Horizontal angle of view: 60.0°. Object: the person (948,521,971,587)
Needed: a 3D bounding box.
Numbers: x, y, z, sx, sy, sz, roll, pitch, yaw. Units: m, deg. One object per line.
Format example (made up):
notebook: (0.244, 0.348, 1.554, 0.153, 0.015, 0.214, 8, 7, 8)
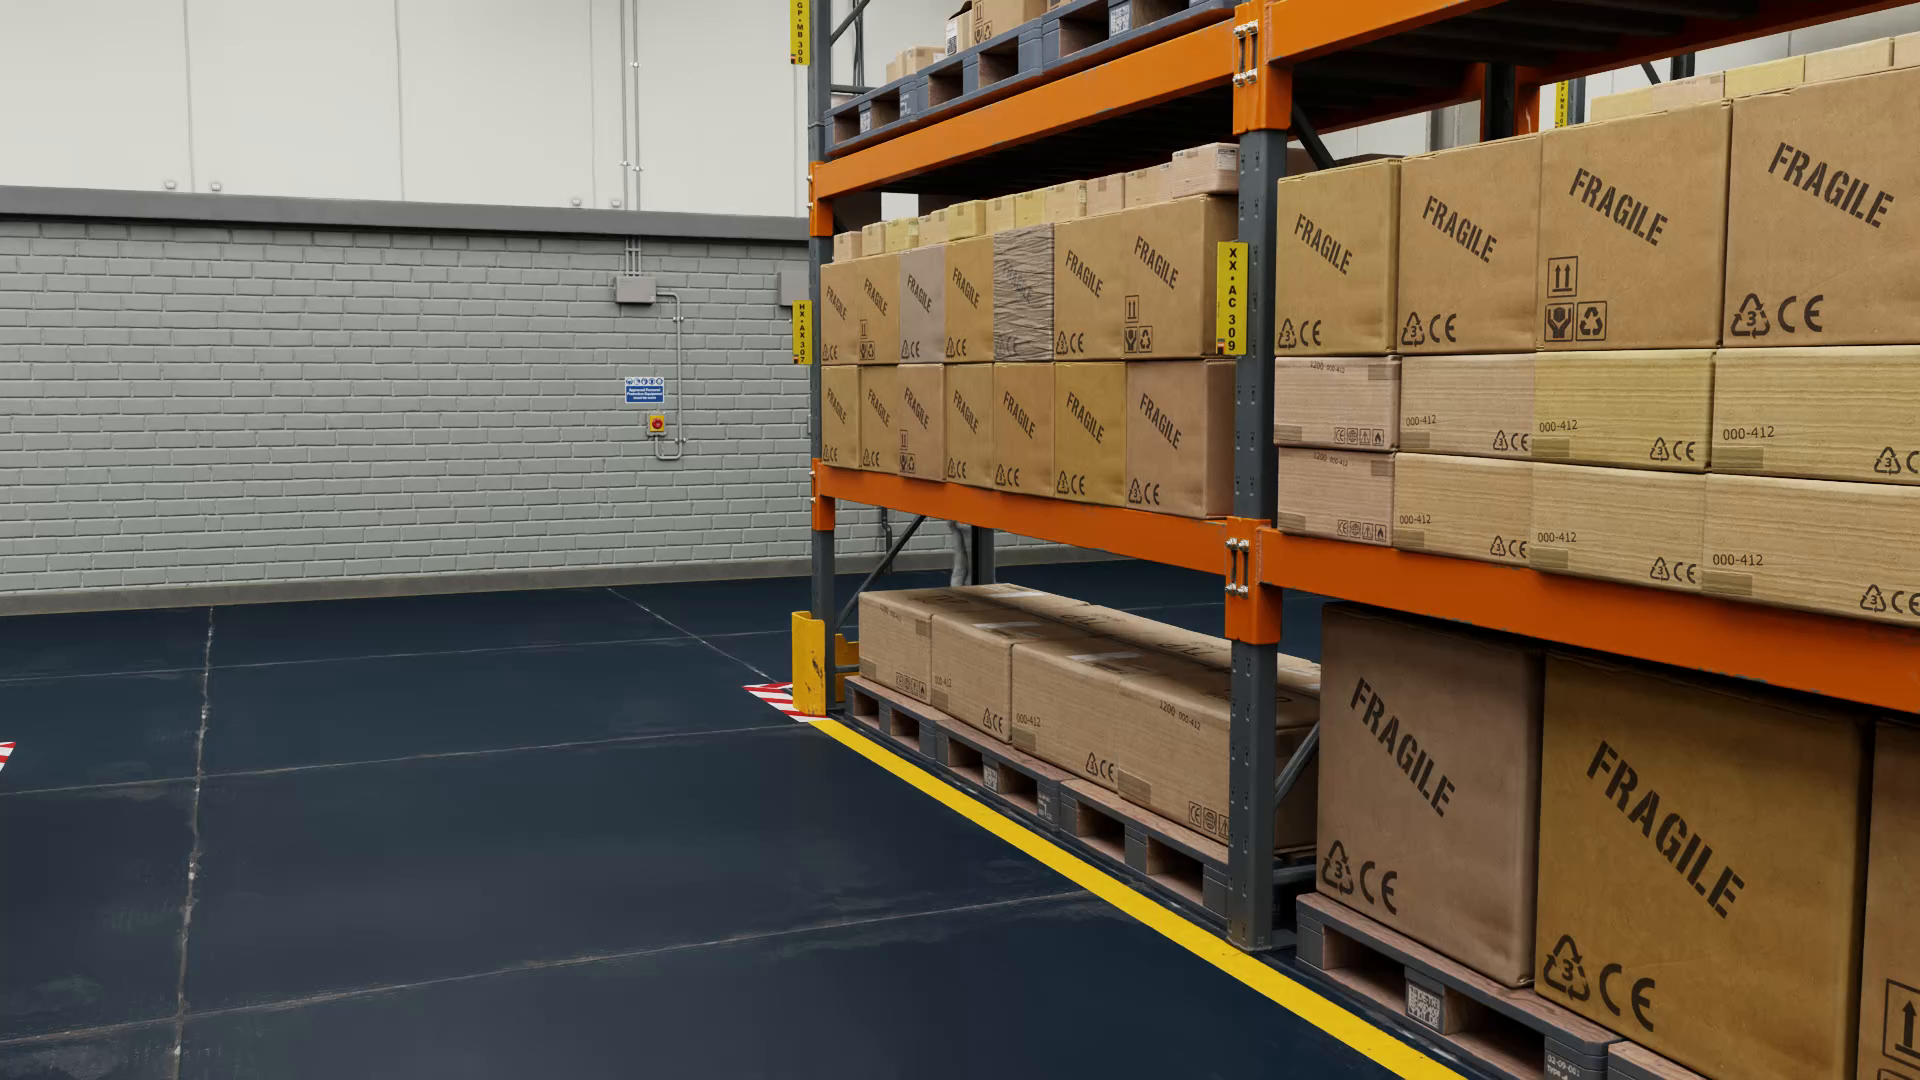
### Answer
person: (0.071, -0.129, 11.079, 0.322, 1.590, 0.425, -2, 6, -21)
